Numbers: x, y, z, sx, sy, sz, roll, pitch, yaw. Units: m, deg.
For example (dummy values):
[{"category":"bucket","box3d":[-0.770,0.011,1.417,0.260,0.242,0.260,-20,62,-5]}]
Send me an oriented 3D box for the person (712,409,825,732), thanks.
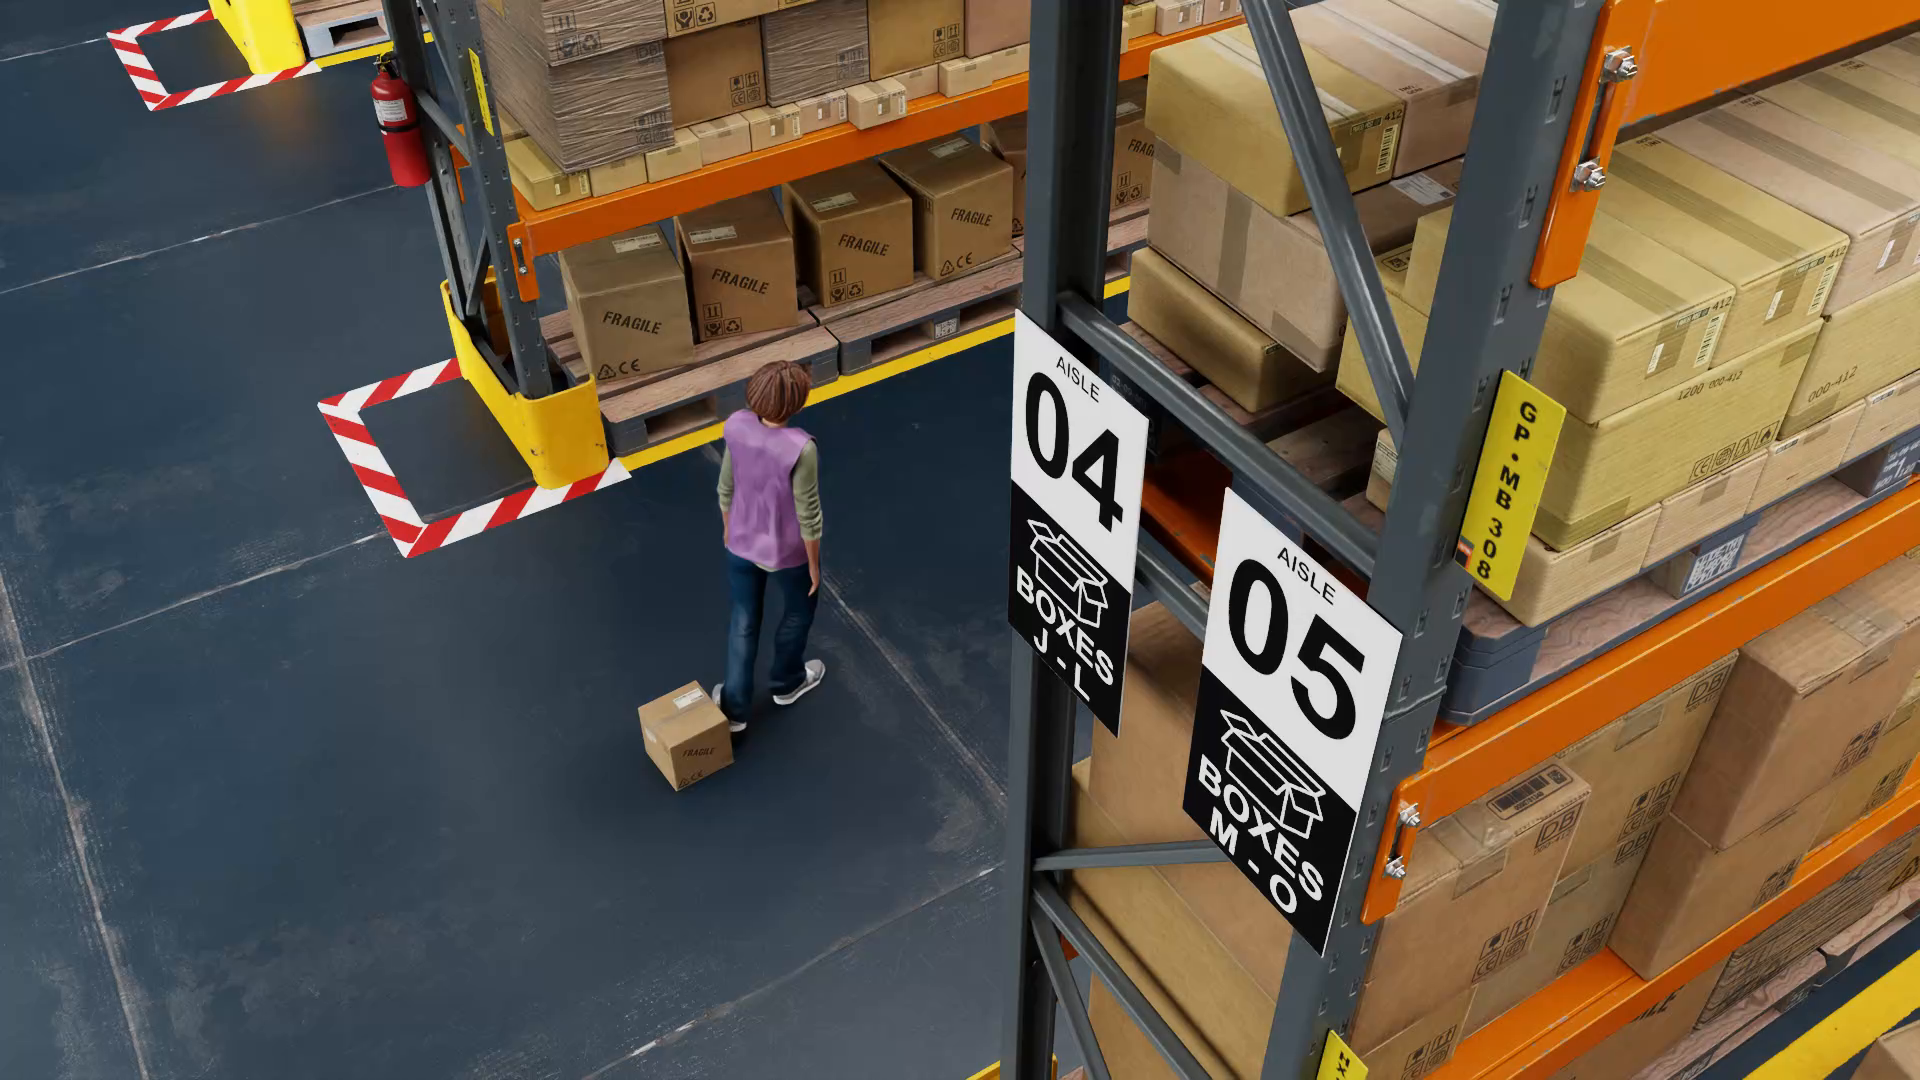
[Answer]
[{"category":"person","box3d":[-0.750,0.134,6.177,0.418,1.370,0.513,17,44,19]}]
